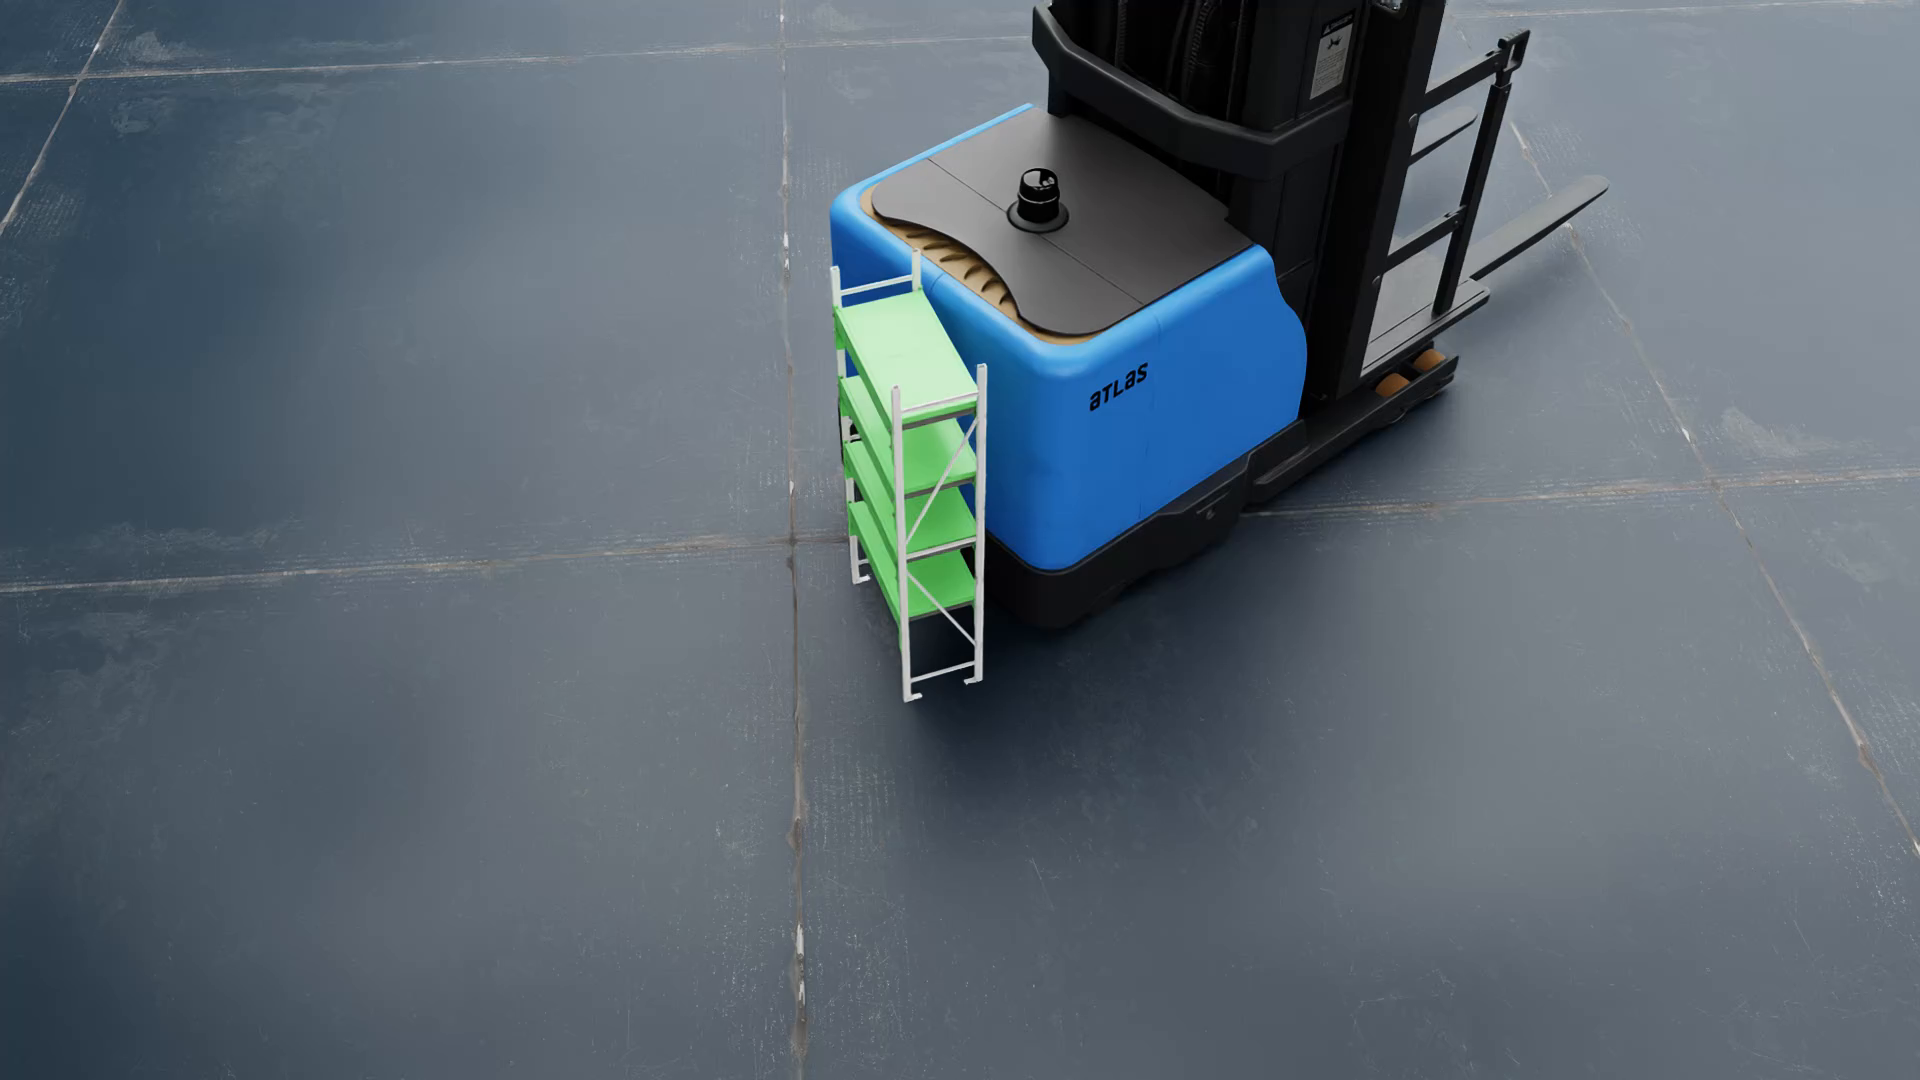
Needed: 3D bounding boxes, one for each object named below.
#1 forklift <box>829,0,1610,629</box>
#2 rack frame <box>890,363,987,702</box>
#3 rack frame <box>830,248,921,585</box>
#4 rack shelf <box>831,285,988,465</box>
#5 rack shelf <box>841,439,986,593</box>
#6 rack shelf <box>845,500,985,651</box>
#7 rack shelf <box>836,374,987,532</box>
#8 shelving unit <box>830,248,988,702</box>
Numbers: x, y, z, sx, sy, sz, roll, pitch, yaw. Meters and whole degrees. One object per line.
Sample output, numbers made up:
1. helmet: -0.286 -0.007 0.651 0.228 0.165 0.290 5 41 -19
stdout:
1. forklift: 1.063 -1.666 4.809 3.031 2.935 1.130 -32 54 -26
2. rack frame: -0.050 0.023 4.402 0.240 1.200 0.015 -15 48 -14
3. rack frame: -0.218 -0.310 4.717 0.240 1.200 0.015 -15 48 -14
4. rack shelf: -0.134 -0.430 4.258 0.258 0.148 0.480 -15 48 -14
5. rack shelf: -0.134 -0.100 4.606 0.258 0.148 0.480 -15 48 -14
6. rack shelf: -0.134 0.065 4.780 0.258 0.148 0.480 -15 48 -14
7. rack shelf: -0.134 -0.265 4.432 0.258 0.148 0.480 -15 48 -14
8. shelving unit: -0.134 -0.144 4.560 0.258 1.200 0.503 -15 48 -14
